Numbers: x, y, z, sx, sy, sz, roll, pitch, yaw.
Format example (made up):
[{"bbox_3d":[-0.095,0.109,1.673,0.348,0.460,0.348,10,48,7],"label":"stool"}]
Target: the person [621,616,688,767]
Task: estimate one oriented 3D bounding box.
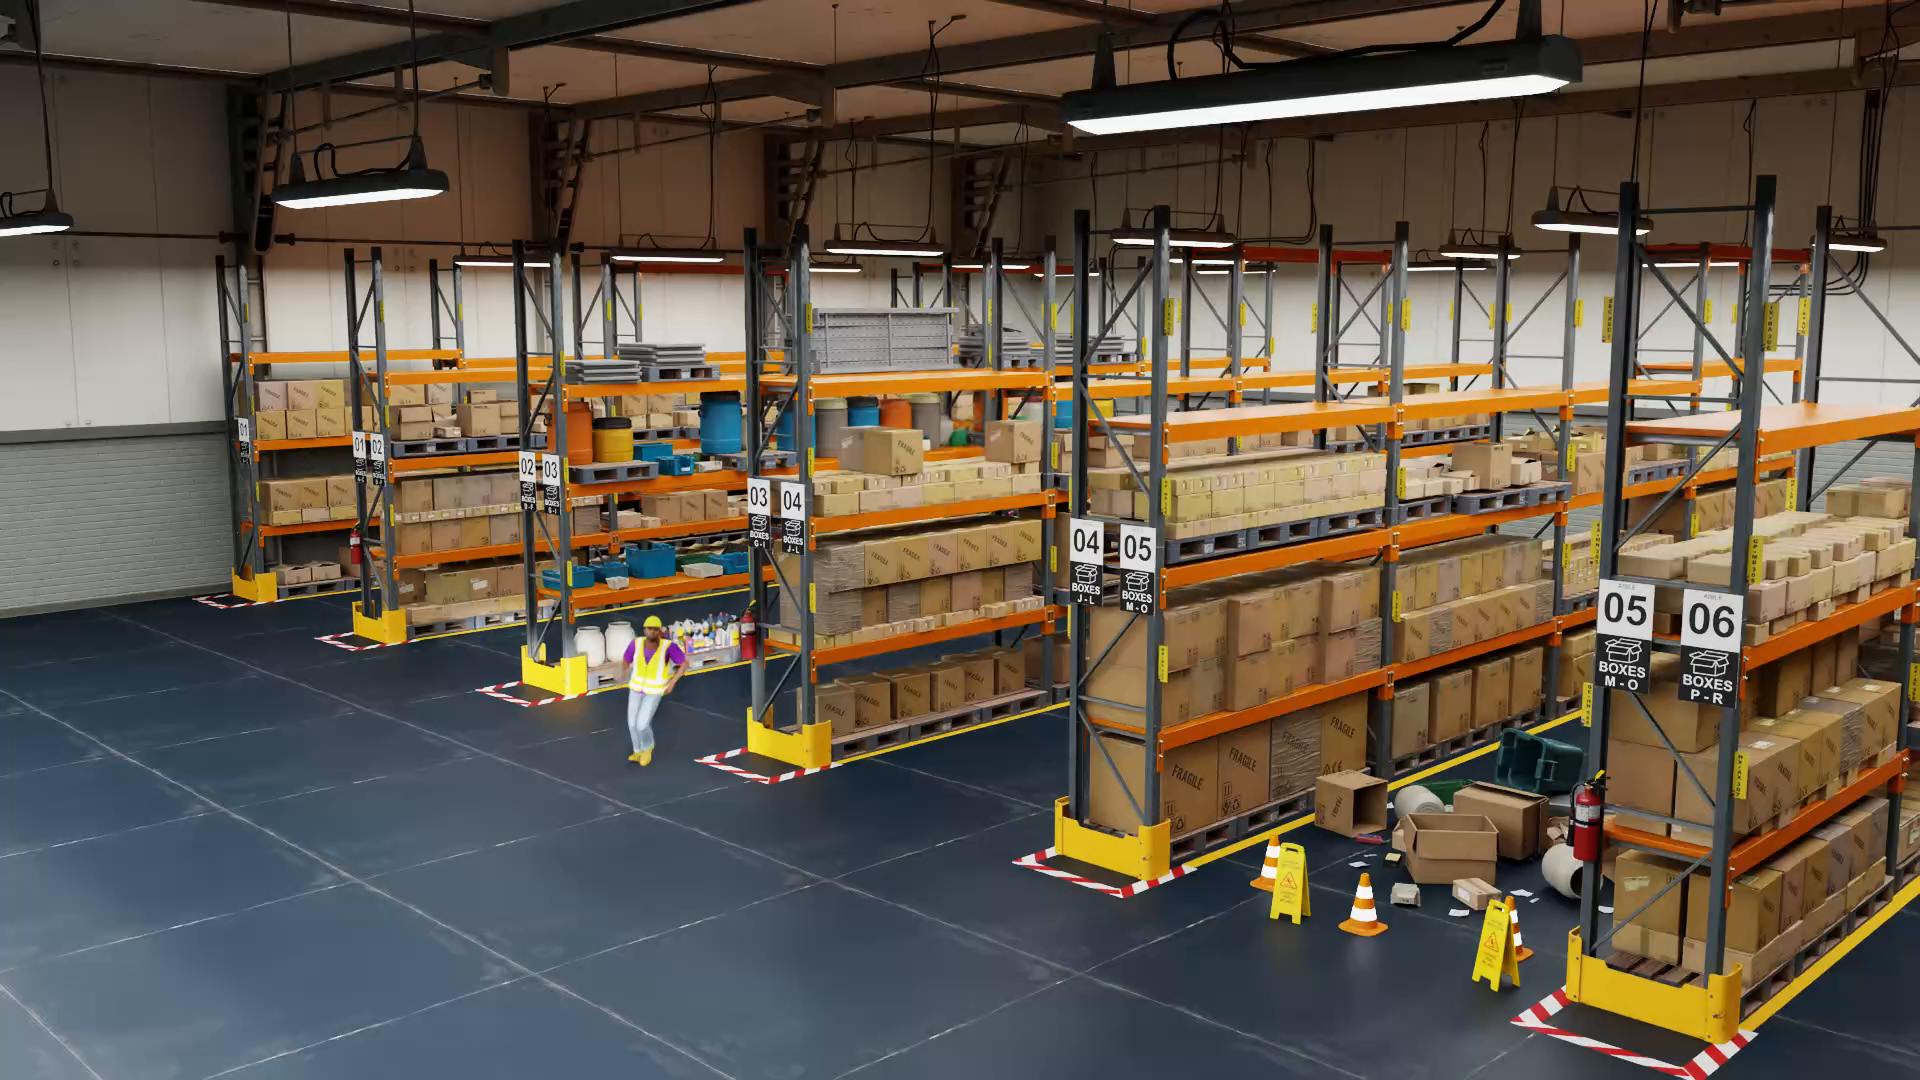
[{"bbox_3d":[-3.478,1.698,18.597,0.704,1.721,0.612,2,8,14],"label":"person"}]
